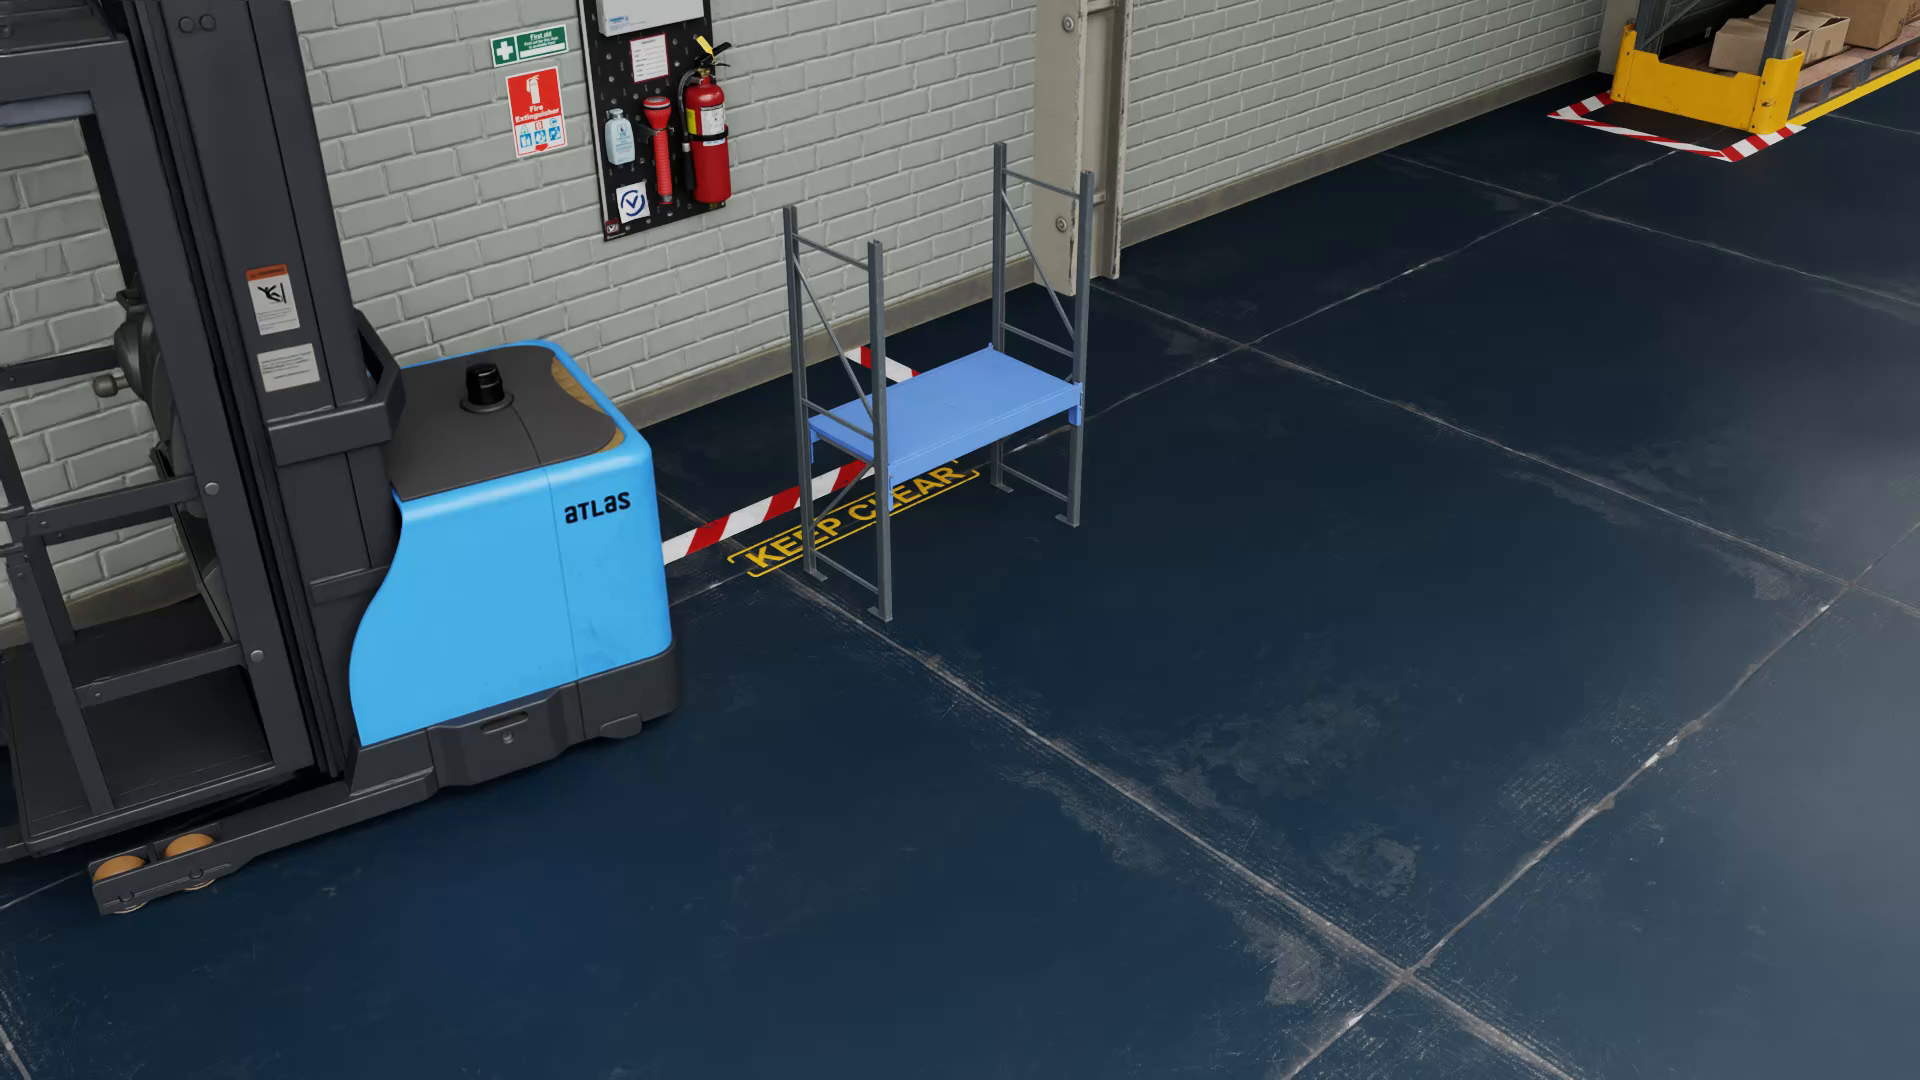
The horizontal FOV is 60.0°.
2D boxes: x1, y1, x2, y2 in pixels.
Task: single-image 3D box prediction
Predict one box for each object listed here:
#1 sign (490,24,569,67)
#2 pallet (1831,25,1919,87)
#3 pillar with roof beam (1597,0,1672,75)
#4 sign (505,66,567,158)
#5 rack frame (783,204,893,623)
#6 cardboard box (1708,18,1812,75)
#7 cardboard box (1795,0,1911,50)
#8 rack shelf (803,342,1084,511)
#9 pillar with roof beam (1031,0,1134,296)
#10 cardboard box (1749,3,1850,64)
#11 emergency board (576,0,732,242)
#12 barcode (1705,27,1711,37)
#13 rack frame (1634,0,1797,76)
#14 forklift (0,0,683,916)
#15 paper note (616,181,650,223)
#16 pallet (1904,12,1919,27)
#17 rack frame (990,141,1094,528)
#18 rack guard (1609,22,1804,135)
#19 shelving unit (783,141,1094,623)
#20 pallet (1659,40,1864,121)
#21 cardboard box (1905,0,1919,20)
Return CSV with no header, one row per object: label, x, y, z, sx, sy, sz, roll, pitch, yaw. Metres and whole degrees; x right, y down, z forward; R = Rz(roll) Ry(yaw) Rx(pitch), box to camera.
sign,-1.677,-1.930,6.489,0.331,0.109,0.001,-26,40,-35
pallet,6.671,-3.801,12.764,1.213,0.211,1.003,-26,40,-35
pillar with roof beam,7.954,-5.750,7.528,0.400,9.000,9.100,-26,40,-35
sign,-1.687,-1.706,6.630,0.234,0.329,0.001,-26,40,-35
rack frame,-0.435,-0.429,6.014,0.032,1.500,0.500,-26,40,-35
cardboard box,5.670,-3.510,11.771,0.500,0.311,0.500,24,39,34
cardboard box,6.660,-4.034,12.446,0.700,0.500,0.500,26,40,36
rack shelf,-0.063,-0.456,6.403,1.000,0.185,0.538,-26,40,-35
pillar with roof beam,3.554,-3.622,4.047,0.400,9.000,9.100,-26,40,-35
cardboard box,6.088,-3.712,12.101,0.500,0.311,0.500,-22,38,-32
emergency board,-1.211,-1.847,6.896,0.643,1.169,0.194,-26,40,-35
barcode,5.411,-3.673,12.029,0.075,0.075,0.001,-26,40,-35
rack frame,5.101,-4.258,10.839,0.127,3.000,1.000,-26,40,-35
forklift,-2.488,-0.459,4.691,3.031,2.935,1.130,-17,35,-26
paper note,-1.388,-1.435,7.066,0.142,0.148,0.016,-26,40,-35
pallet,7.566,-4.236,13.475,1.213,0.211,1.003,-26,40,-35
rack frame,0.310,-0.790,6.604,0.032,1.500,0.500,-26,40,-35
rack guard,5.157,-3.219,11.535,0.348,0.500,1.175,-26,40,-35
shelving unit,-0.063,-0.610,6.309,1.048,1.500,0.538,-26,40,-35
pallet,5.777,-3.370,12.060,1.213,0.211,1.003,-26,40,-35
cardboard box,7.301,-4.415,13.069,0.500,0.500,0.500,26,40,35
